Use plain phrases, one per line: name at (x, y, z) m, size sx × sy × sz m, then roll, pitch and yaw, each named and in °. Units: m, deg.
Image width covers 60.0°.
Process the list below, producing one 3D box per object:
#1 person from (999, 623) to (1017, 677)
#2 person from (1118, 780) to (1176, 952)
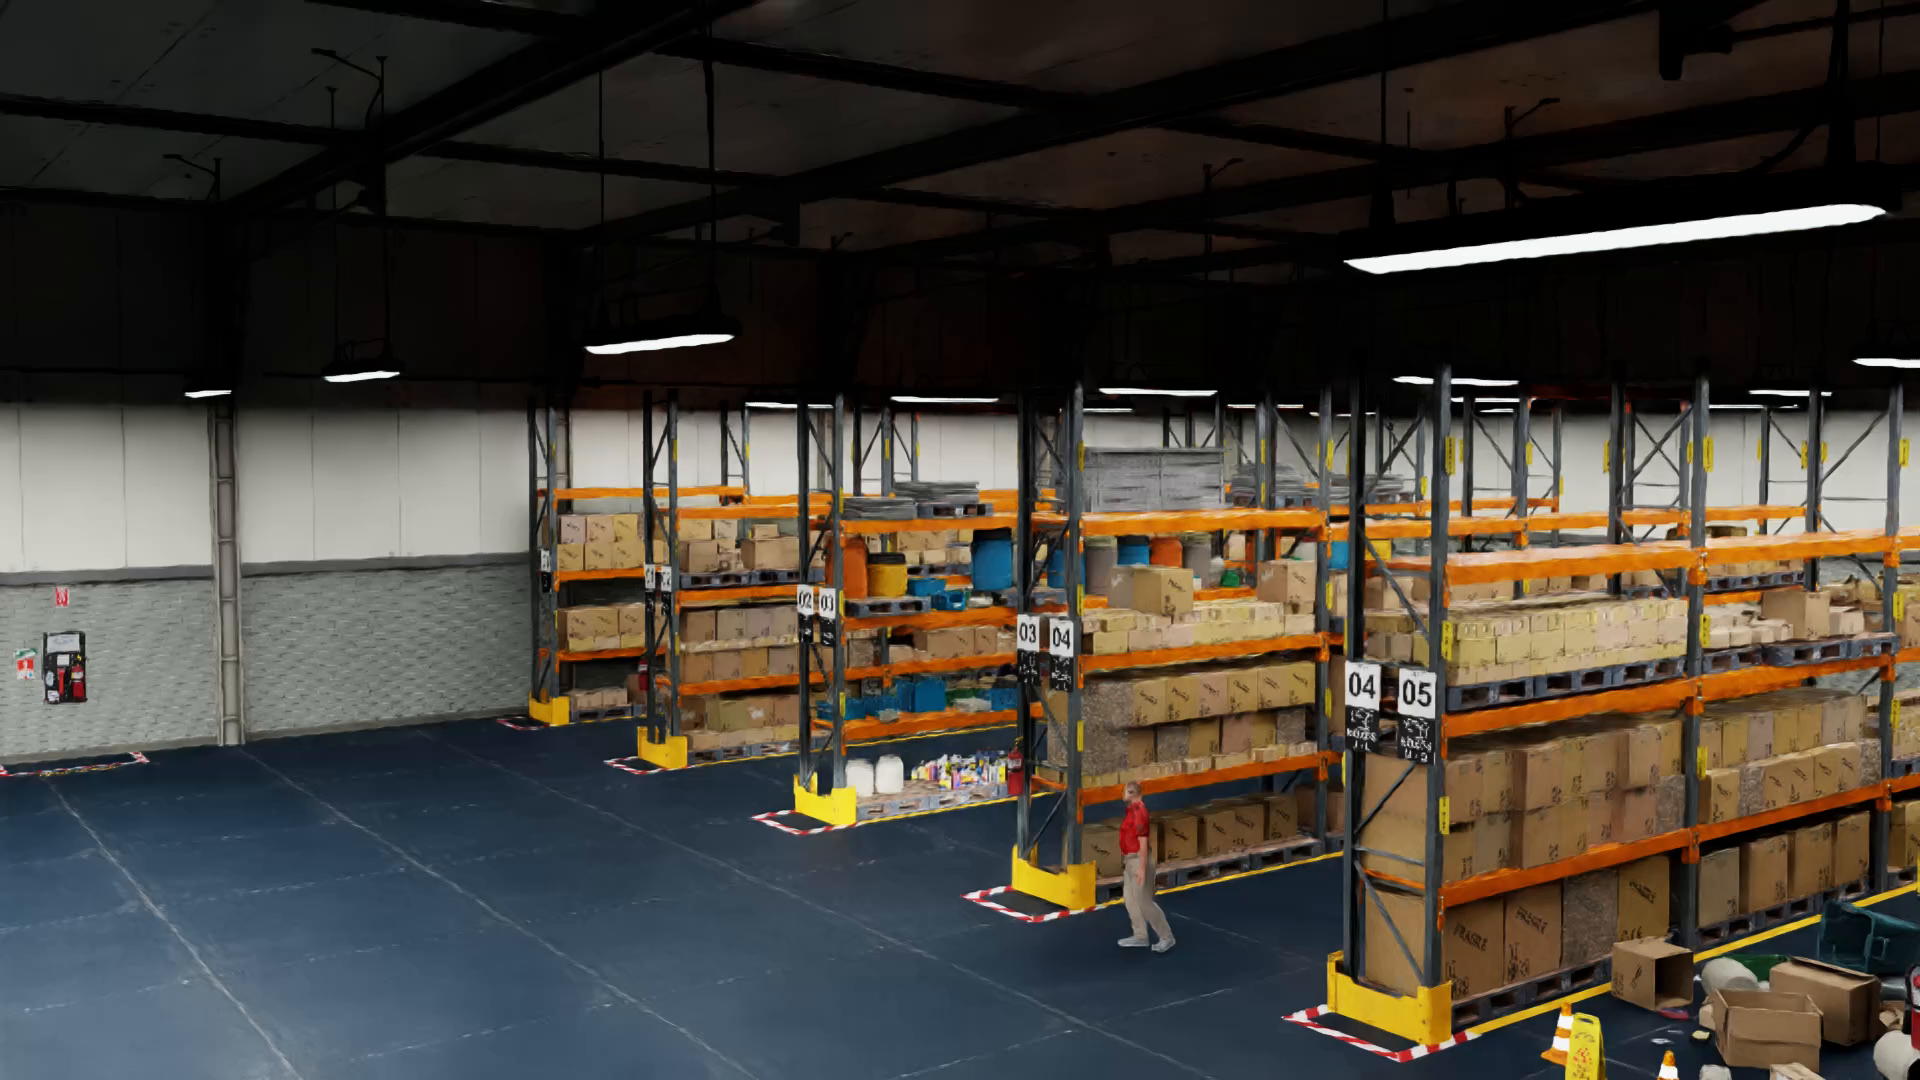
person at (1.020, 2.432, 32.904) m, size 0.517 × 1.596 × 0.625 m, roll -3°, pitch 4°, yaw -37°
person at (1.906, 3.310, 16.945) m, size 0.574 × 1.715 × 0.594 m, roll 0°, pitch 3°, yaw 1°
